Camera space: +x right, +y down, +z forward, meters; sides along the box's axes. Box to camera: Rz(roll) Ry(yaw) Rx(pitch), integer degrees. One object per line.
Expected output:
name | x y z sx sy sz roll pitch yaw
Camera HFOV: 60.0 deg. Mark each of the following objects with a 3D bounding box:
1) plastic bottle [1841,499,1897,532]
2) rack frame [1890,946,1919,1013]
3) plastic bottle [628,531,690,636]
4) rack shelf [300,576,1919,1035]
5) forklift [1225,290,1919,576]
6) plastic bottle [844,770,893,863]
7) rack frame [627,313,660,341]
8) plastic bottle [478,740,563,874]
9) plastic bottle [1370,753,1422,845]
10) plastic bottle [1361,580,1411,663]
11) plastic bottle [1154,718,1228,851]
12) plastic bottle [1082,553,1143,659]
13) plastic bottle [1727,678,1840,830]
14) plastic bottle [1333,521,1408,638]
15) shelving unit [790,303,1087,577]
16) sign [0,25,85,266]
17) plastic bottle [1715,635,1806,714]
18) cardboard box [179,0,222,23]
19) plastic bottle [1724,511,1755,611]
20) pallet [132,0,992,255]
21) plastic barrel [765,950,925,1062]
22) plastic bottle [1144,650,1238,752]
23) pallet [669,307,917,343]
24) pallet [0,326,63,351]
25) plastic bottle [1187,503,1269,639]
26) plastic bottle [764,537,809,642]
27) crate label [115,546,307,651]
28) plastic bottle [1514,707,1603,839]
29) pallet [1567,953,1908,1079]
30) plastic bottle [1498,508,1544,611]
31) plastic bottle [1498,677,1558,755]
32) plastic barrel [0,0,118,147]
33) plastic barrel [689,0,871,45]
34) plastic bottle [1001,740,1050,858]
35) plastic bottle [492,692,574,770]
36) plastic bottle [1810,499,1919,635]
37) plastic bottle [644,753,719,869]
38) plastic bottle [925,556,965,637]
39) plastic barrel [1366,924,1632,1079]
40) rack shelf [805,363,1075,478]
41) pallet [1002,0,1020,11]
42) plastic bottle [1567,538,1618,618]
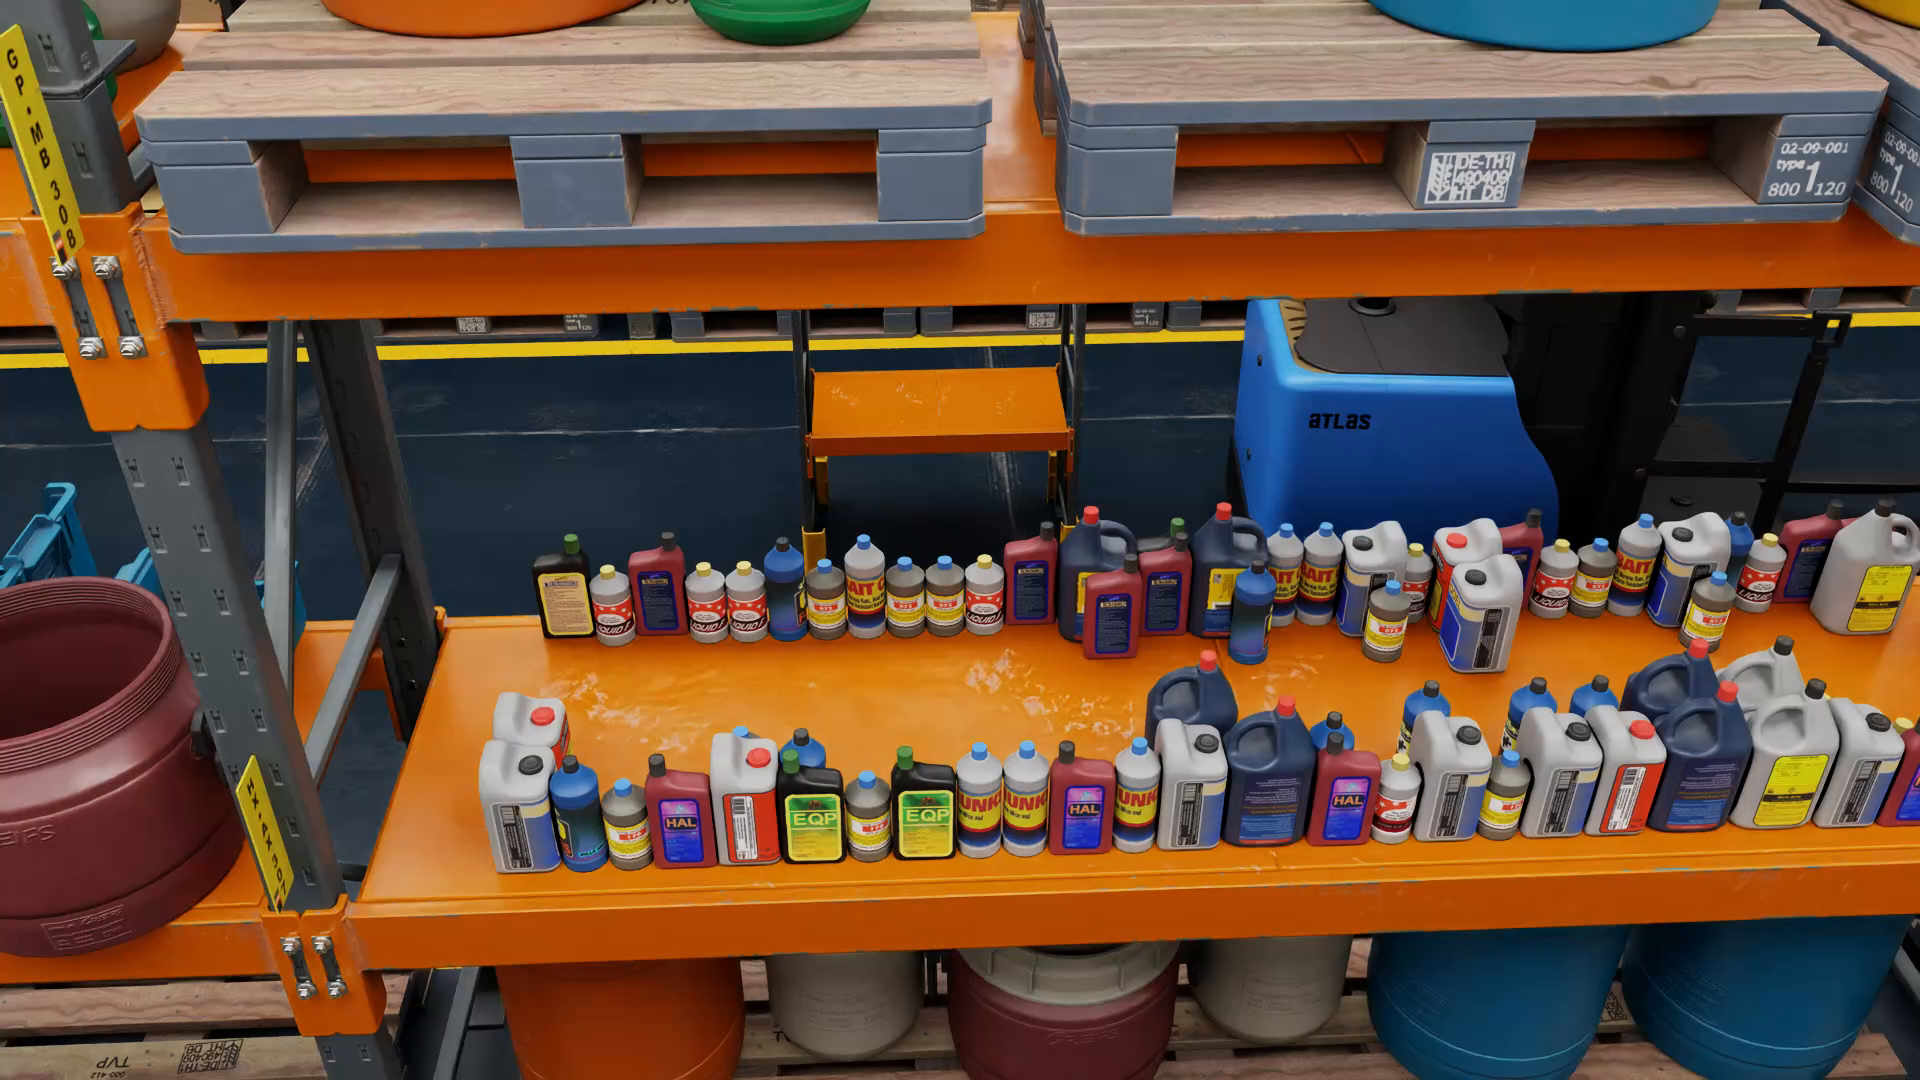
plastic bottle | 2.258 0.025 4.181 0.133 0.283 0.061 -2 35 -2
rack frame | 2.645 0.209 3.812 0.127 3.000 1.000 -2 35 -2
plastic bottle | -0.737 0.105 4.064 0.133 0.283 0.061 -2 35 -2
rack shelf | 0.647 0.559 3.939 4.000 0.370 1.077 -2 35 -2
forklift | 2.611 -1.121 5.794 3.031 2.935 1.130 1 35 2
plastic bottle | -0.191 0.567 3.469 0.097 0.201 0.097 0 35 0
rack frame | -1.582 -2.499 7.725 0.127 3.000 1.000 -2 35 -2
plastic bottle | -0.903 0.540 3.443 0.135 0.276 0.152 -2 35 -2
plastic bottle | 0.917 0.537 3.512 0.097 0.201 0.097 0 35 0
plastic bottle | 1.032 0.188 4.016 0.097 0.201 0.097 0 35 0
plastic bottle | 0.482 0.503 3.497 0.135 0.276 0.152 -2 35 -2
plastic bottle | 0.366 0.158 3.989 0.133 0.283 0.061 -2 35 -2
plastic bottle | 1.742 0.440 3.521 0.185 0.351 0.144 -2 35 -2
plastic bottle | 1.008 0.087 4.097 0.135 0.276 0.152 -2 35 -2
shelving unit | -0.076 -0.615 6.320 1.083 1.500 0.587 -2 35 -2
sign | -1.318 -0.561 2.381 0.005 0.325 0.100 -2 35 -2
plastic bottle | 1.735 0.358 3.640 0.185 0.351 0.144 -2 35 -2
cardboard box | -3.257 -2.485 7.618 0.500 0.500 0.500 -3 35 -5
plastic bottle | 1.913 0.049 4.156 0.097 0.271 0.097 0 35 0
pallet | -0.582 -0.804 2.806 1.213 0.211 1.003 -2 35 -2
plastic barrel | -0.303 1.078 4.373 0.421 0.512 0.421 0 35 0
plastic bottle | 0.500 0.387 3.598 0.185 0.351 0.144 -2 35 -2
pallet | -0.834 -1.351 8.516 1.213 0.211 1.003 -2 35 -2
pallet | -4.843 -1.286 8.423 1.213 0.211 1.003 -2 35 -2
plastic bottle | 0.653 0.064 4.065 0.185 0.351 0.144 -2 35 -2
plastic bottle | -0.426 0.112 4.065 0.097 0.271 0.097 0 35 0
crate label | -1.789 0.184 3.995 0.416 0.233 0.303 -2 35 -2
plastic bottle | 1.263 0.482 3.527 0.135 0.276 0.152 -2 35 -2
pallet | 1.872 1.353 4.610 1.213 0.211 1.003 -2 35 -2
plastic bottle | 1.371 0.048 4.147 0.133 0.283 0.061 -2 35 -2
plastic bottle | 1.239 0.413 3.630 0.097 0.271 0.097 0 35 0
plastic barrel | -1.595 -0.817 2.795 0.294 0.245 0.294 0 35 0
plastic barrel | -0.282 -0.923 2.580 0.294 0.245 0.294 0 35 0
plastic bottle | 0.137 0.530 3.462 0.097 0.271 0.097 0 35 0
plastic bottle | -0.911 0.454 3.568 0.135 0.276 0.152 -2 35 -2
plastic bottle | 2.237 0.056 4.077 0.185 0.351 0.144 -2 35 -2
plastic bottle | -0.573 0.554 3.416 0.133 0.283 0.061 -2 35 -2
plastic bottle | -0.037 0.131 4.100 0.097 0.201 0.097 0 35 0
plastic barrel | 1.393 0.923 4.255 0.708 0.901 0.600 -2 35 -2
rack shelf | -0.085 -0.467 6.422 1.000 0.185 0.538 -2 35 -2
pallet | 0.361 -2.475 7.859 1.213 0.211 1.003 -2 35 -2
plastic bottle | 1.584 0.087 4.163 0.097 0.201 0.097 0 35 0
